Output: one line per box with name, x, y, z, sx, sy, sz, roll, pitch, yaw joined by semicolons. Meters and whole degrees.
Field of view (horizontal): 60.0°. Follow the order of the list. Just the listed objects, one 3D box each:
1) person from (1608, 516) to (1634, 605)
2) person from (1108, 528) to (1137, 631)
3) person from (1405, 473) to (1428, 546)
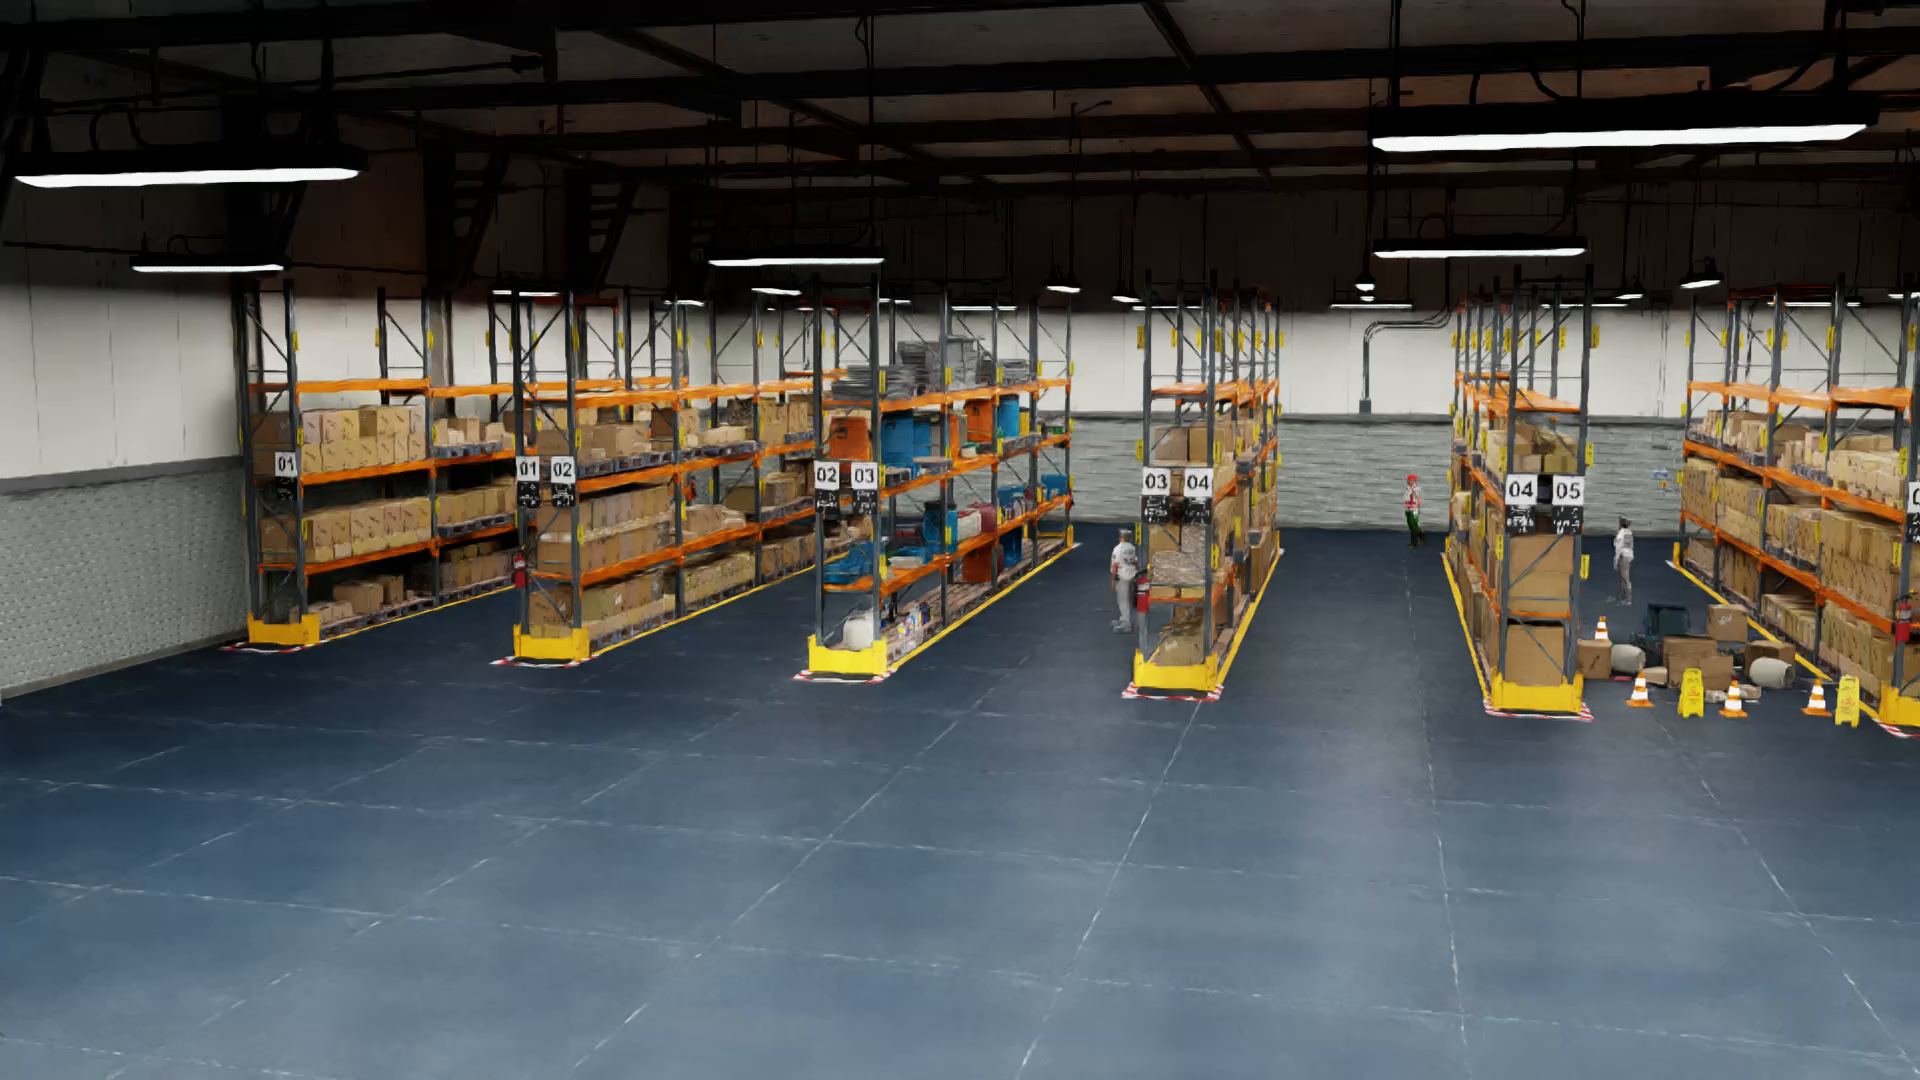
person;12.592;0.374;31.626;0.537;1.665;0.572;6;9;42
person;2.809;0.668;28.835;0.596;1.746;0.668;6;9;39
person;11.059;-0.726;40.334;0.461;1.780;0.698;-2;7;-18
